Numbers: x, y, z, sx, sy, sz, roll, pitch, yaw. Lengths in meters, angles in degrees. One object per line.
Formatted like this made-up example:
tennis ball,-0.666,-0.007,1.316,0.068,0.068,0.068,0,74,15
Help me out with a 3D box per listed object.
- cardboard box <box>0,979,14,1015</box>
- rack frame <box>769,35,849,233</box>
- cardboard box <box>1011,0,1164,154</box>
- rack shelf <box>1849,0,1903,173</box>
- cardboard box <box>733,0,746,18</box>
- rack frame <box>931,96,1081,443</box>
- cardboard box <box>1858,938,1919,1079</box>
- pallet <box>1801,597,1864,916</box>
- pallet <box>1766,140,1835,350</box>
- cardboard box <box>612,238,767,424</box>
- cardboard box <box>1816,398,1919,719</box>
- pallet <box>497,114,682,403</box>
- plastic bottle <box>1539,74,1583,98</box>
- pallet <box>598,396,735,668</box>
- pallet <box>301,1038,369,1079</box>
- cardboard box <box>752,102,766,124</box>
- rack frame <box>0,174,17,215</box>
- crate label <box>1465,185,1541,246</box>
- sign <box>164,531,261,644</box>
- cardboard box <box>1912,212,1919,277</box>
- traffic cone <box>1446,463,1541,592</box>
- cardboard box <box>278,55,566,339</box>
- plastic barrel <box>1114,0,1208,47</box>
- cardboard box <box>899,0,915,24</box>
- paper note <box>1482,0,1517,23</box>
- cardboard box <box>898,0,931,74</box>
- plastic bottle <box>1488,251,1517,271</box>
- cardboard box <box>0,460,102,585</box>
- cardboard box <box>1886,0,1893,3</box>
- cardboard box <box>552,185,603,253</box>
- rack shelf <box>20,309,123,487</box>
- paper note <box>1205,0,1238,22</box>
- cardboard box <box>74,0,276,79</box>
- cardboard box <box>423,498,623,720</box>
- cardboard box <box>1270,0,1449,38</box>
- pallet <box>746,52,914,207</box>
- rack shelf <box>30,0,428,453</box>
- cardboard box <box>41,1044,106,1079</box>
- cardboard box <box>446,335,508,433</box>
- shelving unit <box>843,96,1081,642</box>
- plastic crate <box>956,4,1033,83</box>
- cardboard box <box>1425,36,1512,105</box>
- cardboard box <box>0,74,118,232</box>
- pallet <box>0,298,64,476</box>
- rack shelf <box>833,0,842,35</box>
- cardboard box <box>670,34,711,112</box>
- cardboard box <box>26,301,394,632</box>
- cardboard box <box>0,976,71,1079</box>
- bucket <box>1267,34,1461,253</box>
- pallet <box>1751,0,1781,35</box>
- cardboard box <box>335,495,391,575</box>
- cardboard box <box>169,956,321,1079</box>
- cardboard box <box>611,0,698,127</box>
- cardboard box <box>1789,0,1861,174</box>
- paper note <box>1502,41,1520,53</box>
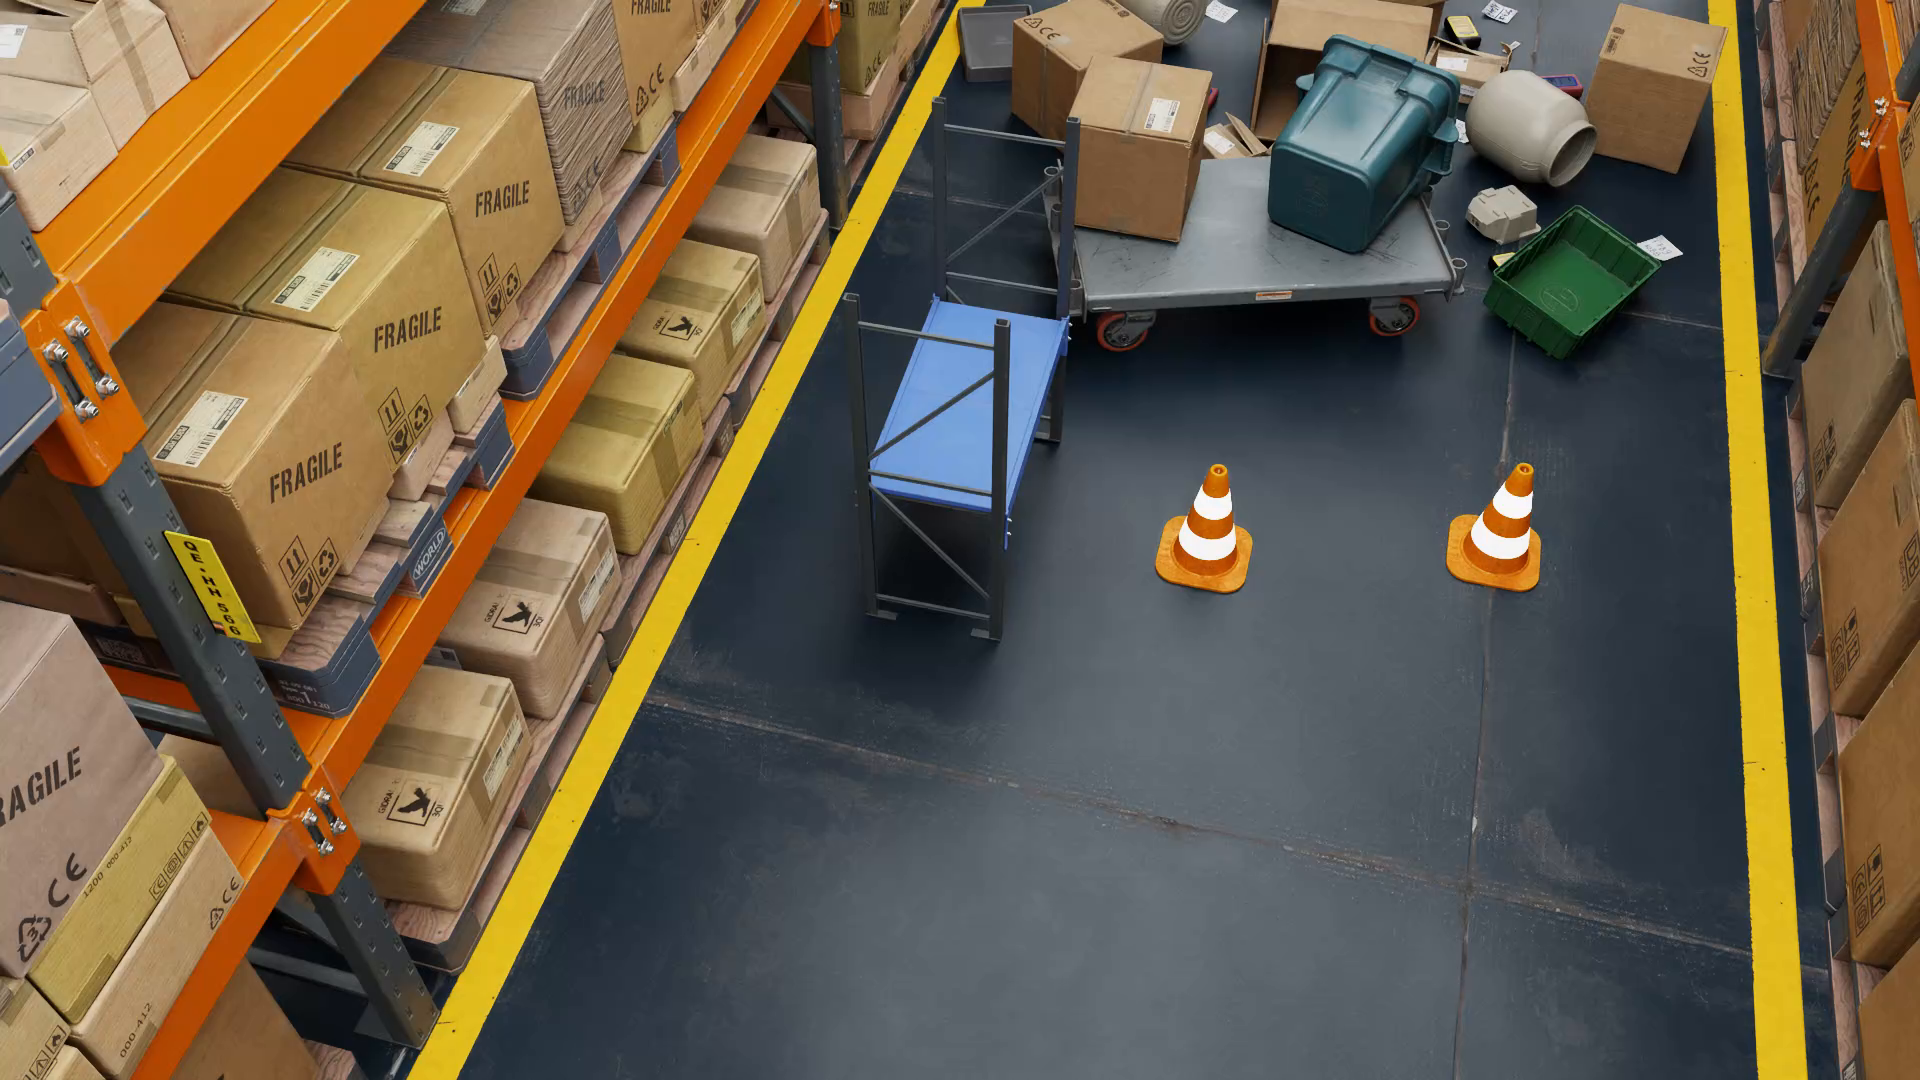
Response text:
cardboard box,-2.067,0.811,2.800,0.500,0.500,0.500,12,50,11
rack frame,-1.003,-2.517,6.471,1.000,3.000,0.127,12,50,10
cardboard box,0.592,-2.197,7.854,0.500,0.500,0.500,-27,54,-22
rack shelf,4.325,-2.822,7.220,1.077,0.370,4.000,12,50,10
cardboard box,-0.959,-1.959,5.866,0.380,0.149,0.250,10,49,9
rack frame,0.154,-0.931,6.052,0.500,1.500,0.032,11,50,9
cardboard box,2.993,1.463,4.179,1.050,0.750,0.750,11,49,10
pallet,3.349,0.768,5.432,1.003,0.211,1.213,12,50,10
pallet,4.075,-1.225,7.191,1.003,0.211,1.213,12,50,10
cardboard box,-1.325,-0.886,6.504,0.950,0.372,0.625,14,50,12
cardboard box,3.465,0.156,5.332,1.050,0.750,0.750,12,50,10
pallet,-1.574,-1.000,5.260,1.003,0.211,1.213,12,50,10
plastic bottle,2.900,-2.224,8.172,0.283,0.061,0.133,-4,49,-3
pallet,-1.526,-0.146,6.238,1.003,0.211,1.213,12,50,10
pallet,-2.336,1.854,4.473,1.003,0.211,1.213,12,50,10
cardboard box,-1.107,-2.227,7.769,0.500,0.250,0.500,14,50,12
rack frame,-2.056,-1.609,1.668,1.000,3.000,0.127,12,50,10
crate label,2.429,-1.466,7.452,0.298,0.136,0.250,-19,51,-16
sign,-1.520,0.100,3.389,0.100,0.325,0.005,12,50,10
cardboard box,3.269,-0.954,5.025,0.500,0.500,0.500,12,50,10
traffic cone,1.989,-0.102,6.031,0.336,0.463,0.334,12,50,10
cardboard box,-1.451,-0.938,4.532,0.500,0.500,0.500,12,50,11
plastic barrel,0.967,-2.765,8.408,0.421,0.421,0.512,-27,54,-22
cardboard box,-0.458,-2.757,7.737,0.500,0.500,0.500,13,50,12
paper note,2.812,-2.755,8.662,0.144,0.017,0.142,28,54,22
cardboard box,-0.458,-2.508,8.017,0.500,0.250,0.500,14,50,12
plastic bottle,2.416,-1.139,7.214,0.133,0.061,0.283,-11,50,-10
cardboard box,-2.204,-0.278,3.949,0.500,0.500,0.500,10,49,9
cardboard box,4.007,-2.335,6.210,0.875,0.550,0.550,12,50,10
cardboard box,-1.319,-1.038,5.052,0.380,0.149,0.250,13,50,11
rack shelf,-2.582,1.068,1.786,1.077,0.370,4.000,12,50,10
paper note,1.353,-2.763,8.676,0.148,0.019,0.142,28,54,22
cardboard box,-1.797,-1.333,3.359,0.700,0.500,0.500,12,50,10
cardboard box,-1.711,0.165,5.577,0.950,0.372,0.625,11,49,9
cardboard box,2.030,-2.814,8.398,0.797,0.503,0.637,-19,51,-16
pallet,-0.860,-2.087,7.951,1.003,0.211,1.213,12,50,10
rack shelf,-1.529,-1.825,4.339,1.077,0.370,4.000,12,50,10
cardboard box,-2.058,1.215,3.277,0.500,0.250,0.500,12,50,11
cardboard box,-1.475,-0.460,4.542,0.380,0.149,0.250,12,50,10
shelving unit,0.029,-0.556,5.731,0.538,1.500,1.048,11,50,9
plastic crate,0.201,-2.525,8.425,0.402,0.080,0.583,-4,49,-3
cardboard box,2.475,-2.315,8.116,0.396,0.266,0.258,19,51,16
cardboard box,-1.809,-0.728,3.058,0.380,0.149,0.250,12,50,10
pallet,-2.174,-0.078,2.443,1.213,0.211,1.003,14,50,12
rack shelf,-0.477,-3.726,8.017,1.077,0.370,4.000,12,50,10
cardboard box,-1.055,-1.581,5.532,0.380,0.149,0.250,12,50,10
cardboard box,-1.714,-0.174,3.858,0.500,0.500,0.500,10,49,9
cardboard box,-2.070,1.032,3.105,0.500,0.250,0.500,10,49,9
bucket,1.611,-1.587,6.819,0.726,0.611,0.620,28,64,22
pallet,4.717,-2.990,8.748,1.003,0.211,1.213,12,50,10
cardboard box,-1.684,-0.076,4.204,0.380,0.149,0.250,9,49,8
cardboard box,-2.318,1.423,4.130,0.875,0.875,0.875,11,50,10
cardboard box,-1.174,-1.677,5.184,0.500,0.500,0.500,13,50,11
cardboard box,4.266,-2.143,7.278,0.875,0.875,0.875,12,50,10
paper note,2.804,-2.505,8.455,0.123,0.001,0.032,-37,58,-28
